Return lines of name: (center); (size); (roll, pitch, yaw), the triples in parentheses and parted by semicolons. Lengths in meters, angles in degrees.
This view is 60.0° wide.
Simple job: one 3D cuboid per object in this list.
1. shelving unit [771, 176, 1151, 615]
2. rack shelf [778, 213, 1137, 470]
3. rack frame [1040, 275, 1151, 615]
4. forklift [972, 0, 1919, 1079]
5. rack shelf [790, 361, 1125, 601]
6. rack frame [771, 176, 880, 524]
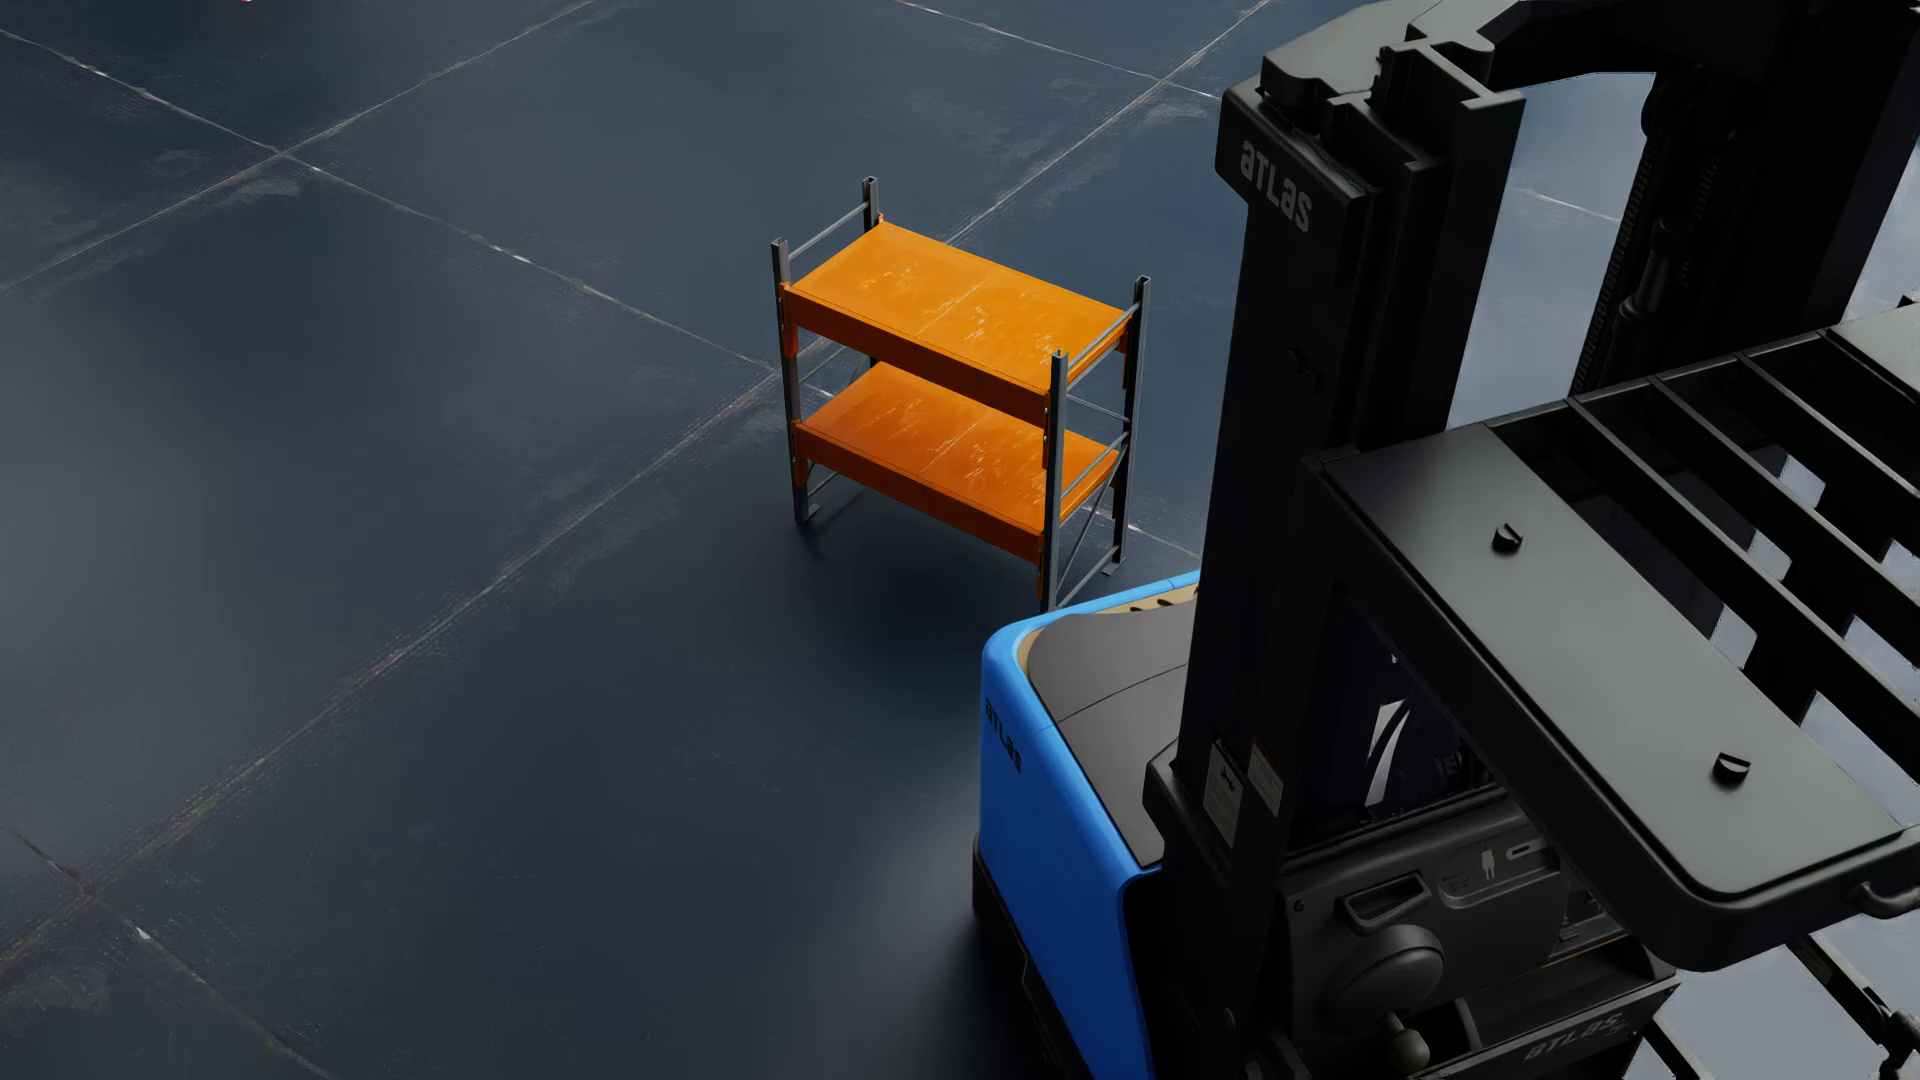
shelving unit: (-0.006, -0.422, 5.375); (1.048, 1.125, 0.538); (25, 48, 25)
rack shelf: (-0.006, -0.640, 5.180); (1.000, 0.278, 0.538); (25, 48, 25)
rack frame: (0.411, -0.227, 5.157); (0.032, 1.125, 0.500); (25, 48, 25)
forklift: (1.054, 0.713, 2.752); (1.130, 2.935, 3.031); (-15, 44, -16)
rack shelf: (-0.006, -0.240, 5.538); (1.000, 0.278, 0.538); (25, 48, 25)
rack frame: (-0.422, -0.616, 5.592); (0.032, 1.125, 0.500); (25, 48, 25)
